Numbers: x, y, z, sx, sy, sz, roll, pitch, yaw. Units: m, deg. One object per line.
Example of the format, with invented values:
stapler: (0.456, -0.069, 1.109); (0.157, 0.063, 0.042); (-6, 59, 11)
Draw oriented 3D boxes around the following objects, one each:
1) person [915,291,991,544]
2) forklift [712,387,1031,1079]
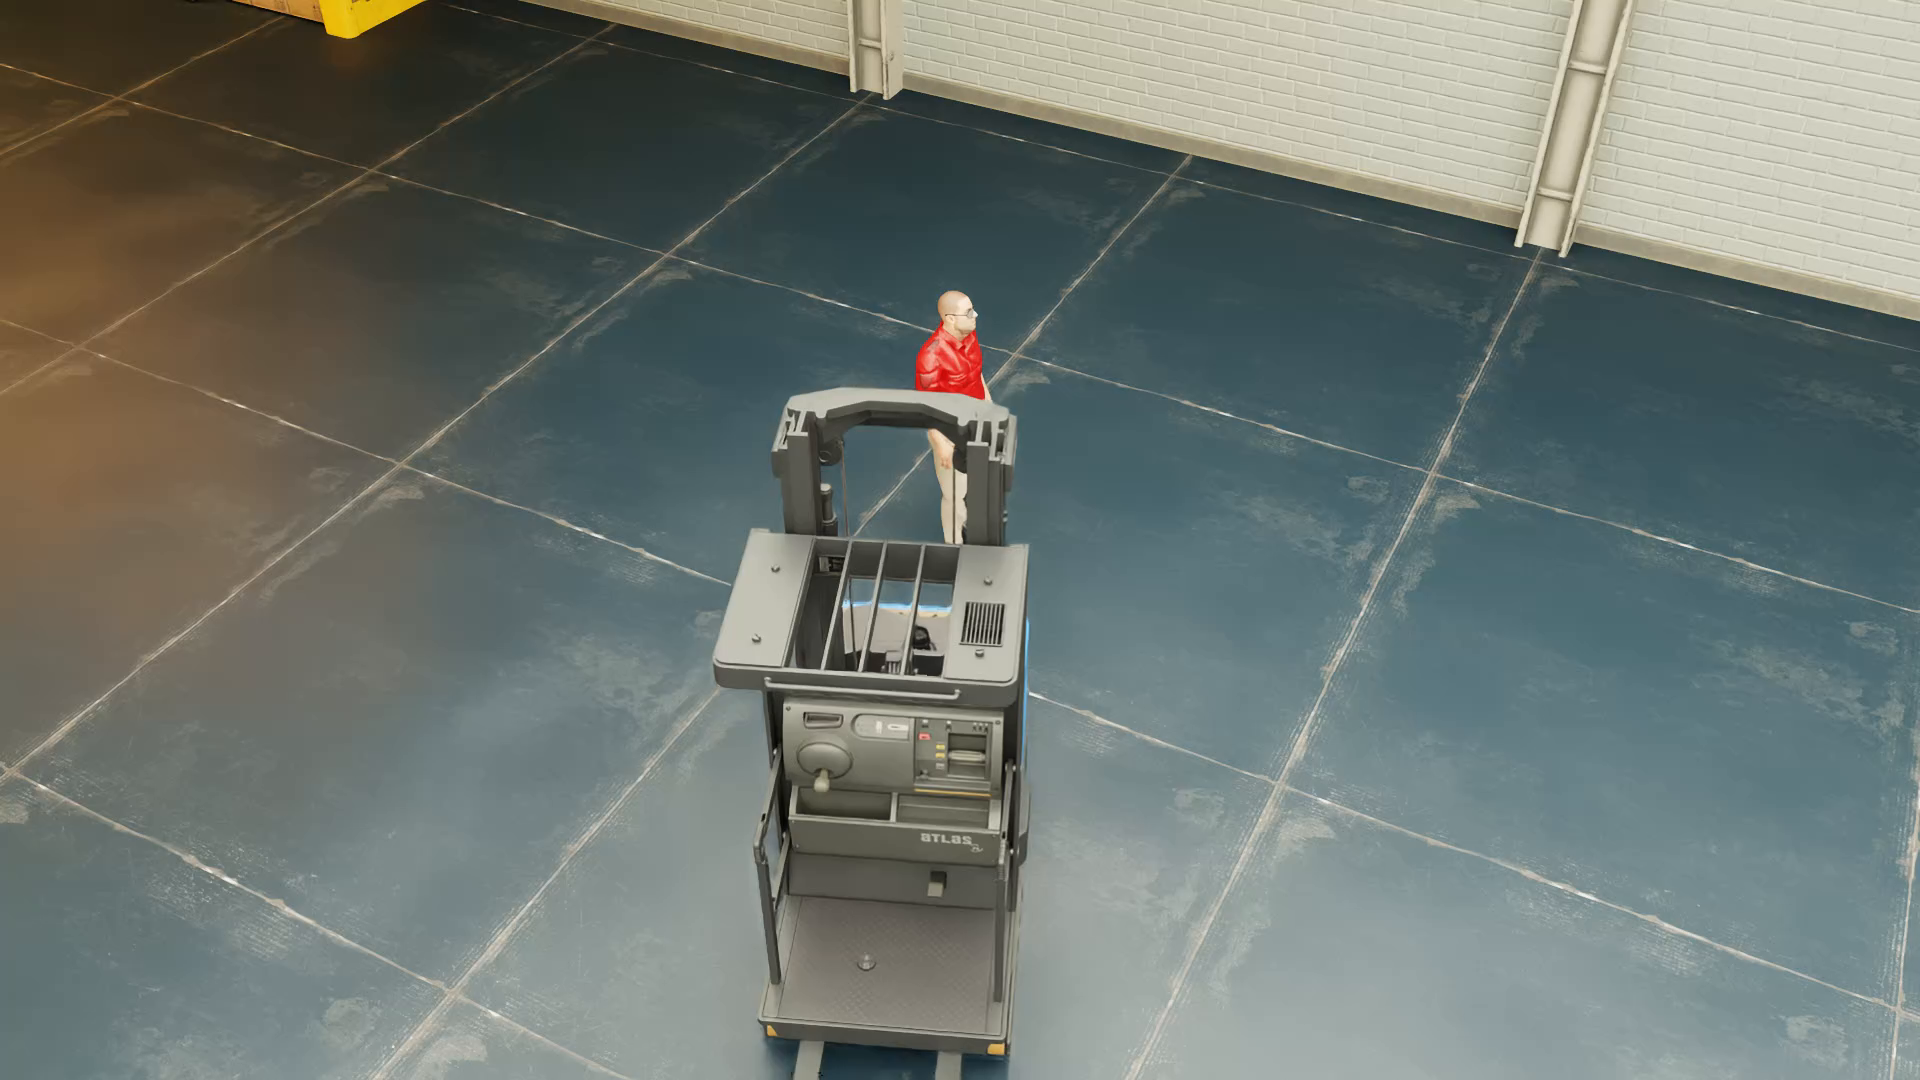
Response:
person: (0.074, -0.633, 9.660); (0.551, 1.727, 0.640); (18, 43, 21)
forklift: (-0.301, 0.966, 6.840); (1.130, 2.935, 3.031); (3, 40, 4)
